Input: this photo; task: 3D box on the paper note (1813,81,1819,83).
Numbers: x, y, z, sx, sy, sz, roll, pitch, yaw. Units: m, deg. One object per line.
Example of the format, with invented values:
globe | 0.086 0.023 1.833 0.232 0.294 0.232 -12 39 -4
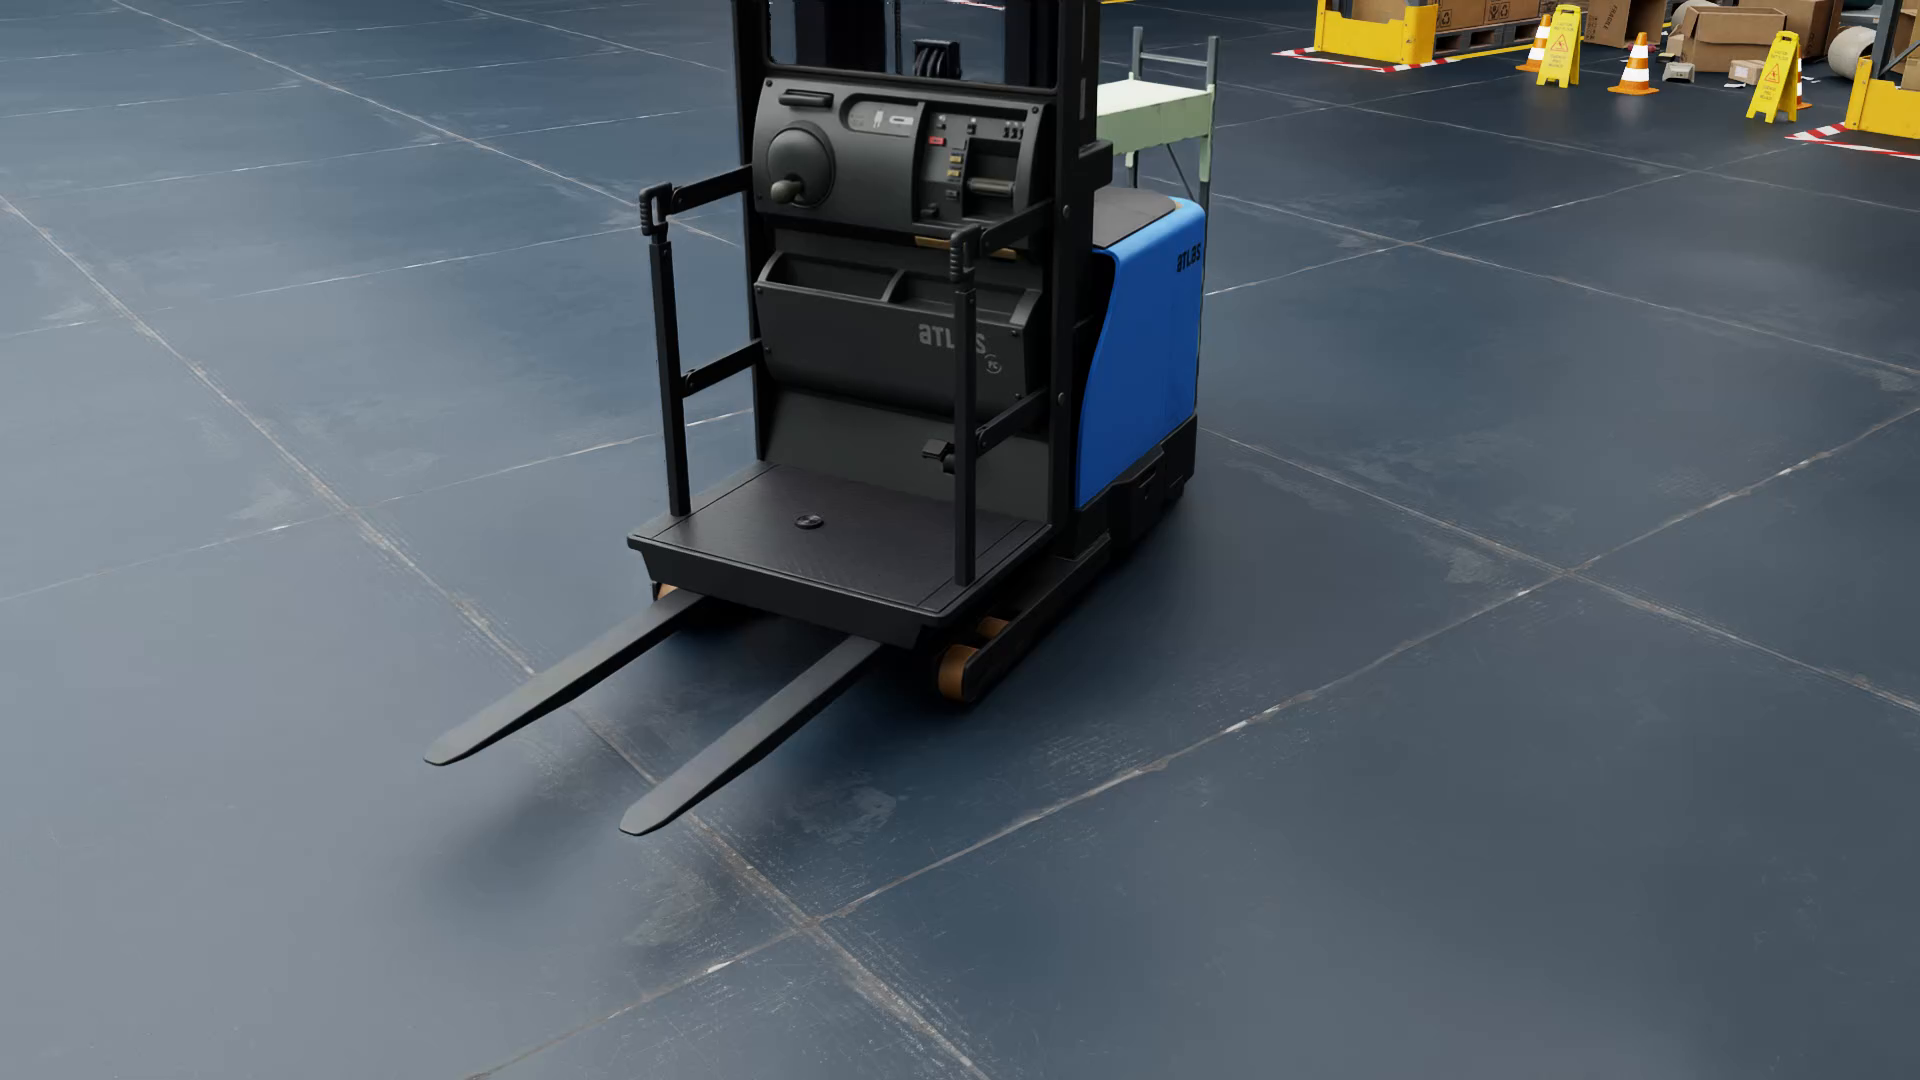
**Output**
paper note | 7.278 -3.898 14.136 0.123 0.001 0.032 -18 31 -34

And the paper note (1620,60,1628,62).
paper note | 6.091 -4.356 15.101 0.142 0.017 0.144 -8 26 -16

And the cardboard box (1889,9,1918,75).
cardboard box | 8.442 -4.334 14.492 0.500 0.500 0.500 1 25 2

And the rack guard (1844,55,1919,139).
rack guard | 7.036 -3.141 11.925 0.348 0.500 1.175 -18 31 -34

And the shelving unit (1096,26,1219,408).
shelving unit | 0.574 -1.169 6.486 0.431 1.500 0.755 23 33 40

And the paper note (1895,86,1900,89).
paper note | 7.780 -3.781 13.860 0.142 0.019 0.148 15 29 29

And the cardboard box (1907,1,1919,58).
cardboard box | 7.446 -3.833 12.323 0.500 0.500 0.500 -18 30 -34

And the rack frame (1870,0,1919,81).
rack frame | 6.977 -4.255 11.356 0.127 3.000 1.000 -18 31 -34

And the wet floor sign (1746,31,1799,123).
wet floor sign | 6.167 -3.493 12.509 0.232 0.644 0.267 -8 26 -16

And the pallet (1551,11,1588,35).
pallet | 6.344 -5.472 17.289 1.213 0.211 1.003 -18 31 -34

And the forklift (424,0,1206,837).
forklift | -0.292 -1.082 4.600 1.130 2.935 3.031 13 28 26

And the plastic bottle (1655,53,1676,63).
plastic bottle | 6.435 -4.396 15.149 0.133 0.061 0.283 15 29 29

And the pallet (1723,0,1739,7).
pallet | 8.512 -6.187 18.831 1.213 0.211 1.003 -18 31 -34

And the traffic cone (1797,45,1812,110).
traffic cone | 6.519 -3.644 13.052 0.334 0.463 0.336 -18 31 -34

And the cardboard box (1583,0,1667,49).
cardboard box | 6.402 -5.032 15.996 0.500 0.500 0.500 -13 28 -25

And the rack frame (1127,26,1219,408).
rack frame | 0.832 -1.278 6.722 0.400 1.500 0.023 23 33 40

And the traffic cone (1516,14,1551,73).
traffic cone | 5.137 -4.386 14.651 0.334 0.463 0.336 -18 31 -34

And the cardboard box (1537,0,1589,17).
cardboard box | 5.745 -5.759 16.621 0.875 0.875 0.875 -18 30 -34

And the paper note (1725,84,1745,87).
paper note | 6.492 -3.814 13.931 0.148 0.019 0.142 15 29 29

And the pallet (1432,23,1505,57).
pallet | 4.424 -4.838 15.923 1.213 0.211 1.003 -18 31 -34

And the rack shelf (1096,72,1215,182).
rack shelf | 0.574 -1.522 6.322 0.431 0.370 0.720 23 33 40

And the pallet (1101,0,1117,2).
pallet | 1.583 -6.493 19.489 1.213 0.211 1.003 -18 31 -34

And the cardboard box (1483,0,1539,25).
cardboard box | 5.027 -5.523 16.112 0.875 0.875 0.875 -19 31 -35

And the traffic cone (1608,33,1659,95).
traffic cone | 5.567 -3.923 13.654 0.334 0.463 0.336 -18 31 -34

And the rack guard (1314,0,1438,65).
rack guard | 3.824 -4.729 15.346 0.348 0.500 1.175 -18 31 -34

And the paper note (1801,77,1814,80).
paper note | 7.253 -3.979 14.302 0.142 0.019 0.148 -8 26 -16

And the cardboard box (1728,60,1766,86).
cardboard box | 6.761 -3.972 14.131 0.250 0.149 0.380 -3 25 -7

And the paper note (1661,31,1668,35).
paper note | 7.020 -5.087 16.674 0.147 0.020 0.142 5 25 11

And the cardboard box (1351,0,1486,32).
cardboard box | 4.336 -5.294 15.618 0.875 0.875 0.875 -18 30 -34

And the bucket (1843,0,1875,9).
bucket | 8.306 -5.314 15.719 0.620 0.611 0.726 2 23 -21

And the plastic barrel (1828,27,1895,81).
plastic barrel | 7.668 -4.125 14.135 0.421 0.421 0.512 1 25 2

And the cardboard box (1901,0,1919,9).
cardboard box | 9.002 -5.086 15.216 0.500 0.500 0.500 -18 31 -34

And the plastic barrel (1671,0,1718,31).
plastic barrel | 7.044 -4.937 15.884 0.421 0.421 0.512 1 25 2

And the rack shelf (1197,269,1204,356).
rack shelf | 0.574 -0.873 6.623 0.431 0.370 0.720 23 33 40

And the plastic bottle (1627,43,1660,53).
plastic bottle | 6.452 -4.636 15.667 0.283 0.061 0.133 15 29 29

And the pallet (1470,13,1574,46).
pallet | 5.383 -5.153 16.602 1.213 0.211 1.003 -18 31 -34

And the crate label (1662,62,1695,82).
crate label | 6.147 -4.000 14.207 0.250 0.136 0.298 10 27 20

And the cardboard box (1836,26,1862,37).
cardboard box | 8.159 -4.554 15.247 0.258 0.266 0.396 5 25 11

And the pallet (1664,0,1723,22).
pallet | 7.551 -5.869 18.144 1.213 0.211 1.003 -18 31 -34

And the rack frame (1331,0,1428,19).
rack frame | 3.843 -5.869 14.833 0.127 3.000 1.000 -18 31 -34

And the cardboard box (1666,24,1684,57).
cardboard box | 6.774 -4.611 15.371 0.258 0.266 0.396 -13 28 -25

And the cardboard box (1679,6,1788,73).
cardboard box | 6.797 -4.418 14.672 0.797 0.503 0.637 5 25 11

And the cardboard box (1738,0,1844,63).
cardboard box | 7.527 -4.725 15.173 0.503 0.637 0.797 -18 31 -34

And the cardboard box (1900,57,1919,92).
cardboard box | 7.466 -3.504 12.504 0.500 0.250 0.500 -18 31 -34

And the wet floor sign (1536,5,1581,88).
wet floor sign | 5.042 -4.138 13.899 0.267 0.644 0.232 21 32 37

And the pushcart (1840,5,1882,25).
pushcart | 8.678 -4.847 15.746 1.648 0.377 0.936 15 29 29
